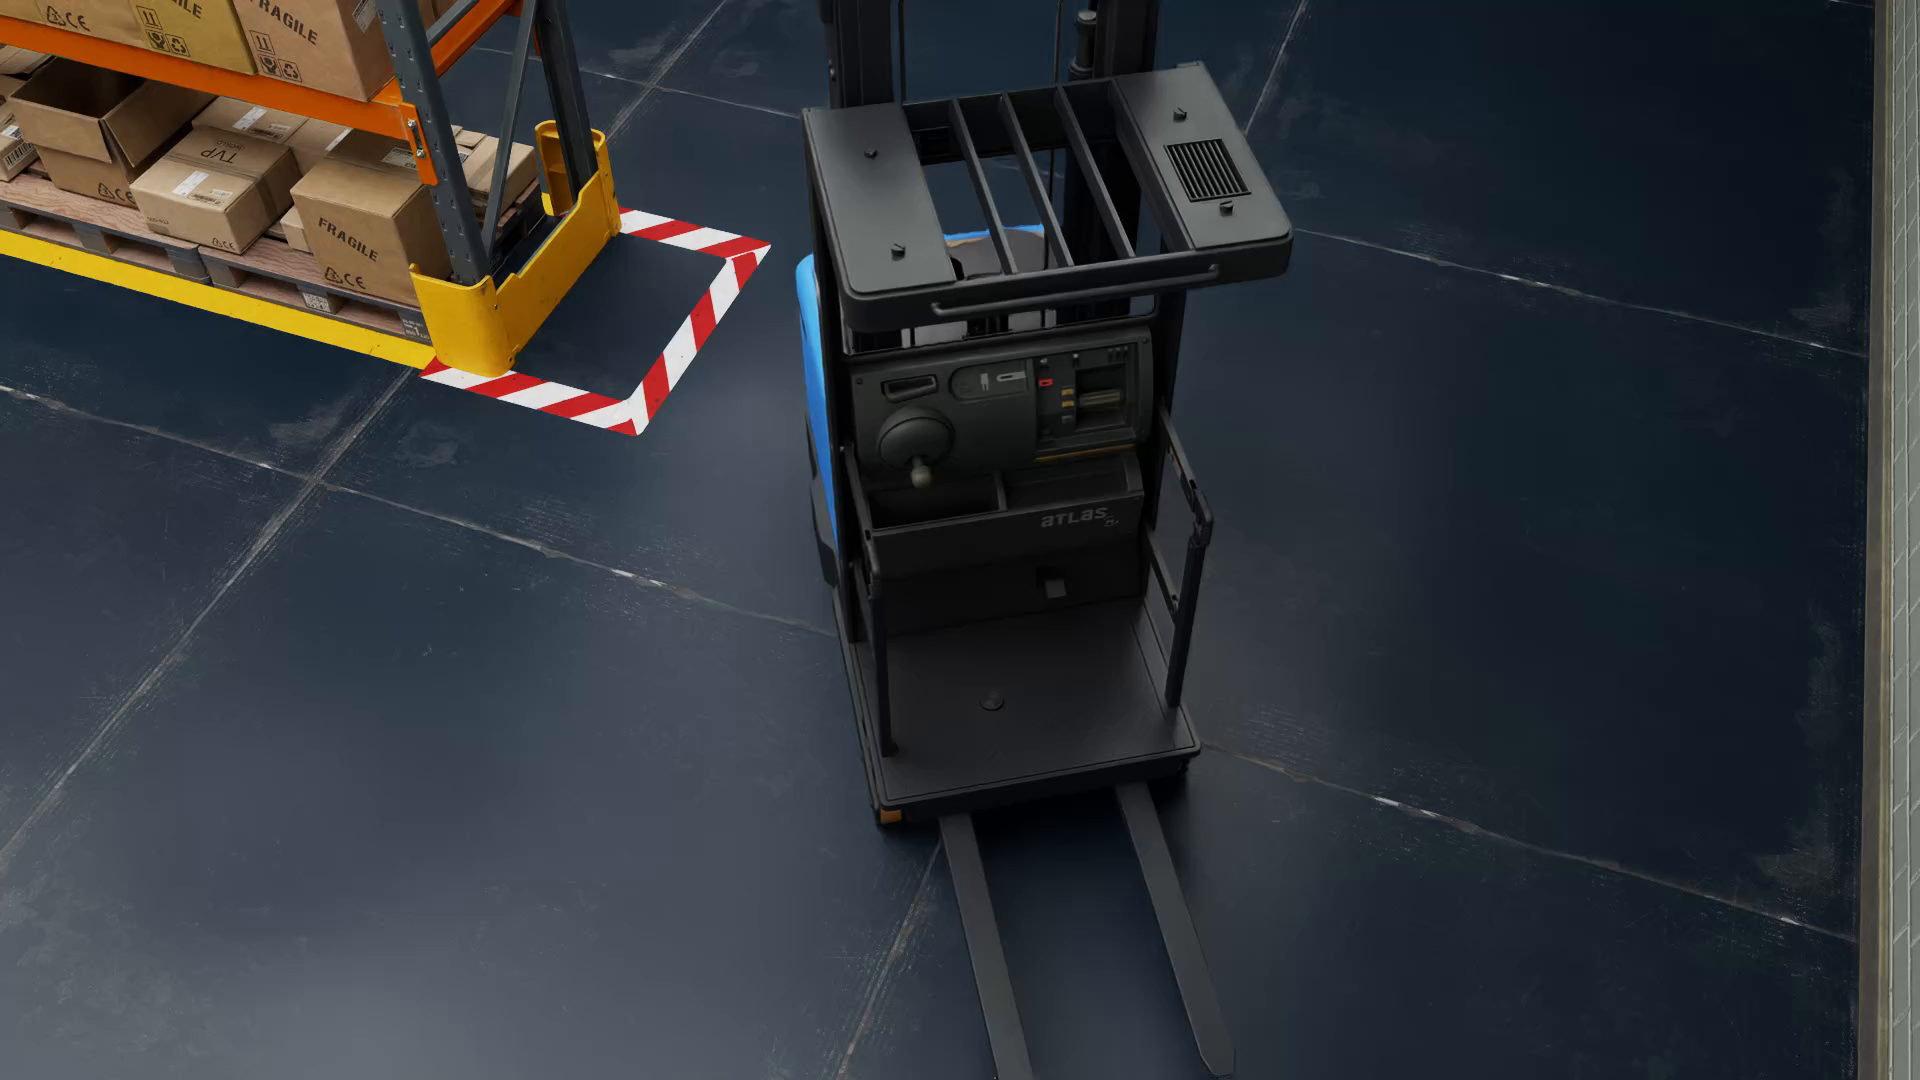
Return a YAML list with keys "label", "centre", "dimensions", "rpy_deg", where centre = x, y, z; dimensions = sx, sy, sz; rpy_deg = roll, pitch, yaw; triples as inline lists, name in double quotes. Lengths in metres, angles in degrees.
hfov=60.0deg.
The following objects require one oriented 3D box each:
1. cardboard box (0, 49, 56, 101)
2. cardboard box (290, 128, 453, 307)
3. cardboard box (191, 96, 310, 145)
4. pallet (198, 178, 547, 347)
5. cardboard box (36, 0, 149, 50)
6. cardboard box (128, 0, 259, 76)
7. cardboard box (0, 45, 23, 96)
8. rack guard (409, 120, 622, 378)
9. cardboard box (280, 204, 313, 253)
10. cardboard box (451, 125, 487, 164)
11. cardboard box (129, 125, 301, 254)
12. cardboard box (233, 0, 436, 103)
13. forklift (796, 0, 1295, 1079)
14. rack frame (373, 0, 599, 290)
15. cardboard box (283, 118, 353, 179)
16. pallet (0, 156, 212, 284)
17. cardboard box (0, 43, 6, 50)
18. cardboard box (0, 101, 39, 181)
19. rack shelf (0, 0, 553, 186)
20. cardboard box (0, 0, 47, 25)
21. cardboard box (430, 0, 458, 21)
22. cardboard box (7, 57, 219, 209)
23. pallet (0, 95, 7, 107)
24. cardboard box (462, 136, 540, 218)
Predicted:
- label: "cardboard box"
  centre: [-4.298, -2.279, 8.095]
  dimensions: [0.500, 0.311, 0.500]
  rpy_deg: [16, 51, 13]
- label: "cardboard box"
  centre: [-2.477, -1.406, 7.213]
  dimensions: [0.500, 0.500, 0.500]
  rpy_deg: [16, 51, 13]
- label: "cardboard box"
  centre: [-3.232, -1.962, 7.860]
  dimensions: [0.500, 0.250, 0.500]
  rpy_deg: [16, 51, 13]
- label: "pallet"
  centre: [-2.701, -1.427, 7.714]
  dimensions: [1.213, 0.211, 1.003]
  rpy_deg: [16, 51, 13]
- label: "cardboard box"
  centre: [-3.350, -2.338, 6.592]
  dimensions: [0.500, 0.500, 0.500]
  rpy_deg: [16, 51, 13]
- label: "cardboard box"
  centre: [-2.884, -2.203, 6.475]
  dimensions: [0.500, 0.500, 0.500]
  rpy_deg: [16, 51, 13]
- label: "cardboard box"
  centre: [-4.629, -2.367, 8.278]
  dimensions: [0.250, 0.149, 0.380]
  rpy_deg: [16, 51, 13]
- label: "rack guard"
  centre: [-1.953, -1.314, 7.425]
  dimensions: [0.348, 0.500, 1.175]
  rpy_deg: [16, 51, 13]
- label: "cardboard box"
  centre: [-2.826, -1.467, 7.487]
  dimensions: [0.250, 0.166, 0.380]
  rpy_deg: [16, 51, 13]
- label: "cardboard box"
  centre: [-2.390, -1.748, 7.730]
  dimensions: [0.250, 0.166, 0.380]
  rpy_deg: [16, 51, 13]
- label: "cardboard box"
  centre: [-3.358, -1.594, 7.542]
  dimensions: [0.500, 0.250, 0.500]
  rpy_deg: [16, 51, 13]
- label: "cardboard box"
  centre: [-2.396, -2.070, 6.359]
  dimensions: [0.500, 0.500, 0.500]
  rpy_deg: [17, 51, 14]
- label: "forklift"
  centre: [0.182, -0.296, 4.934]
  dimensions: [1.130, 2.935, 3.031]
  rpy_deg: [-9, 50, -8]
- label: "rack frame"
  centre: [-1.882, -2.113, 6.463]
  dimensions: [0.127, 3.000, 1.000]
  rpy_deg: [16, 51, 13]
- label: "cardboard box"
  centre: [-2.763, -1.831, 7.747]
  dimensions: [0.500, 0.250, 0.500]
  rpy_deg: [16, 51, 13]
- label: "pallet"
  centre: [-3.842, -1.748, 7.992]
  dimensions: [1.213, 0.211, 1.003]
  rpy_deg: [16, 51, 13]
- label: "cardboard box"
  centre: [-5.001, -2.538, 8.194]
  dimensions: [0.500, 0.500, 0.500]
  rpy_deg: [16, 51, 13]
- label: "cardboard box"
  centre: [-4.500, -1.894, 7.857]
  dimensions: [0.250, 0.166, 0.380]
  rpy_deg: [16, 51, 13]
- label: "rack shelf"
  centre: [-3.758, -2.401, 7.189]
  dimensions: [4.000, 0.370, 1.077]
  rpy_deg: [16, 51, 13]
- label: "cardboard box"
  centre: [-3.823, -2.470, 6.706]
  dimensions: [0.500, 0.500, 0.500]
  rpy_deg: [15, 51, 13]
- label: "cardboard box"
  centre: [-2.207, -2.449, 6.688]
  dimensions: [0.500, 0.500, 0.500]
  rpy_deg: [17, 51, 14]
- label: "cardboard box"
  centre: [-3.870, -1.998, 7.725]
  dimensions: [0.637, 0.503, 0.797]
  rpy_deg: [16, 51, 13]
- label: "pallet"
  centre: [-4.990, -2.066, 8.268]
  dimensions: [1.213, 0.211, 1.003]
  rpy_deg: [16, 51, 13]
- label: "cardboard box"
  centre: [-2.156, -1.677, 7.680]
  dimensions: [0.250, 0.149, 0.380]
  rpy_deg: [16, 51, 13]
